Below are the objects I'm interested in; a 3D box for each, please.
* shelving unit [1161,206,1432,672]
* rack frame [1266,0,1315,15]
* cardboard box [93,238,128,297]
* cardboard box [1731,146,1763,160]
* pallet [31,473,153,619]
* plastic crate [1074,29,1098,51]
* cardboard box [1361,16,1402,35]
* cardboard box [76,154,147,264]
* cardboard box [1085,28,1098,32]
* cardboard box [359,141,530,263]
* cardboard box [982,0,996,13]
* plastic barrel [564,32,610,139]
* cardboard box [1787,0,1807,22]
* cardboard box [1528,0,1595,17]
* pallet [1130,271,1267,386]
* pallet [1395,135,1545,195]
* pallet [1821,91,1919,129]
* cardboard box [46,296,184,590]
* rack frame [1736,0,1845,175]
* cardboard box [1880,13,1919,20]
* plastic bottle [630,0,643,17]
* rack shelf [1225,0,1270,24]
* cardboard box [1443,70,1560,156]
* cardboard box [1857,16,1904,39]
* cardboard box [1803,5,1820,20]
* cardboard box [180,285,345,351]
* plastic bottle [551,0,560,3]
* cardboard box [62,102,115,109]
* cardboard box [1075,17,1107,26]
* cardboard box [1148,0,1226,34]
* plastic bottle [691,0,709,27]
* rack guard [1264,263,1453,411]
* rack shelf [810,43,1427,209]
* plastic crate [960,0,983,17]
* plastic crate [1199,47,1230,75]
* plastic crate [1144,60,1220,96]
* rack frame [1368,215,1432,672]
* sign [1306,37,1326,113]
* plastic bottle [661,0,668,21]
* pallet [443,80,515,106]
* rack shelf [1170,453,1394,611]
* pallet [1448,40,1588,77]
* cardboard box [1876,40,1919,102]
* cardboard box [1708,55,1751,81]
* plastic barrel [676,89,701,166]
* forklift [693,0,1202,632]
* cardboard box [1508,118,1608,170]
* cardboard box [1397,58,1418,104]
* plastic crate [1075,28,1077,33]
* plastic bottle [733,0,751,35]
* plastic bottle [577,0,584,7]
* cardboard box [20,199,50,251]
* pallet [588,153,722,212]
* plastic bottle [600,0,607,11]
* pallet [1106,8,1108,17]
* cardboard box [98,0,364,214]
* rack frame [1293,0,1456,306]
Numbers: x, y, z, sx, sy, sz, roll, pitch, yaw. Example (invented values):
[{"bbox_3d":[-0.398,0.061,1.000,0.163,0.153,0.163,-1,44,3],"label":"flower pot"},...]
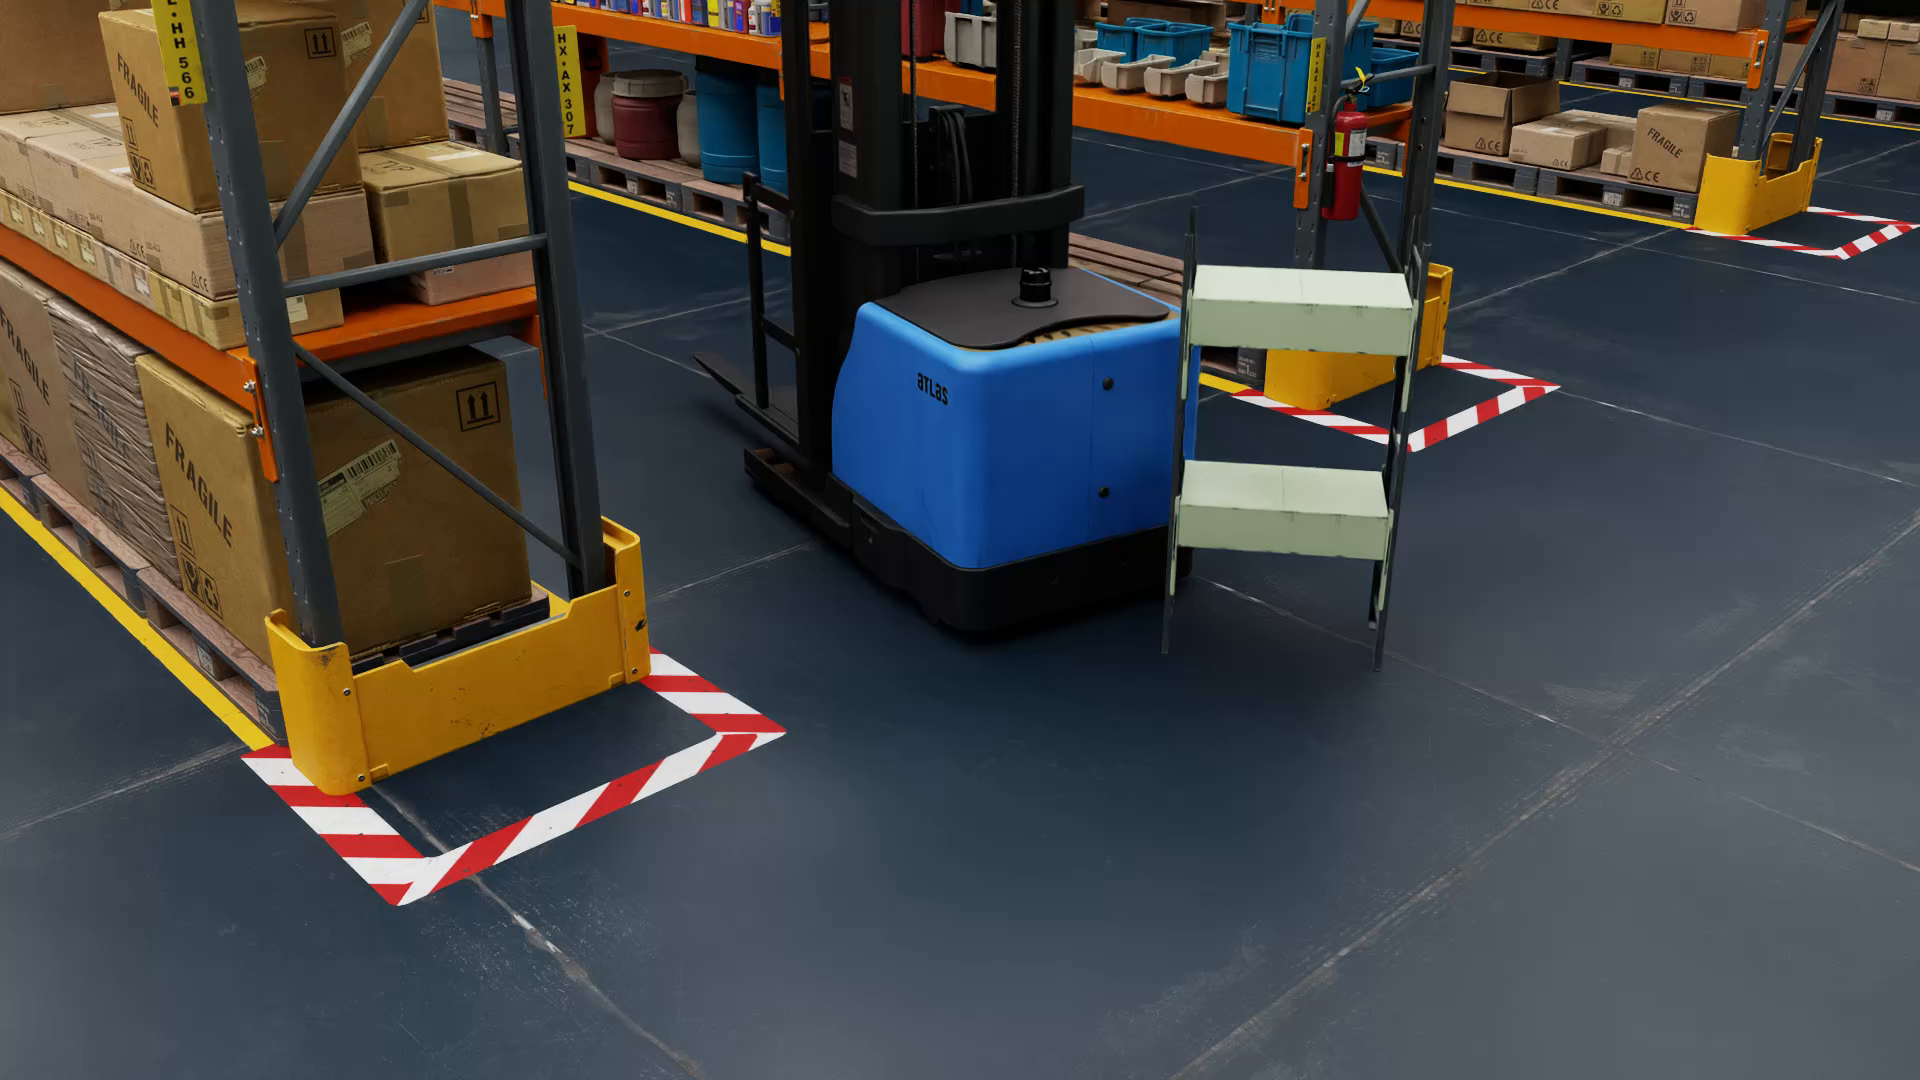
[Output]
[{"bbox_3d":[1.115,-0.333,5.673,0.755,1.500,0.431,4,25,9],"label":"shelving unit"},{"bbox_3d":[2.898,-4.822,13.706,1.000,3.000,0.127,-21,32,-38],"label":"rack frame"},{"bbox_3d":[-2.606,-0.932,5.482,0.380,0.149,0.250,-21,32,-38],"label":"cardboard box"},{"bbox_3d":[5.597,-2.738,12.042,0.380,0.149,0.250,-21,32,-38],"label":"cardboard box"},{"bbox_3d":[-3.035,-0.122,6.763,1.003,0.211,1.213,-21,32,-38],"label":"pallet"},{"bbox_3d":[0.690,-2.883,9.701,0.293,0.136,0.466,-21,32,-38],"label":"plastic crate"},{"bbox_3d":[4.779,-6.126,18.648,0.750,0.750,0.750,-21,32,-39],"label":"cardboard box"},{"bbox_3d":[-2.473,-1.093,5.355,0.500,0.250,0.500,-22,32,-39],"label":"cardboard box"},{"bbox_3d":[1.328,-4.411,15.286,0.500,0.500,0.500,22,33,40],"label":"cardboard box"},{"bbox_3d":[-1.733,-1.090,5.348,0.500,0.250,0.500,-22,33,-40],"label":"cardboard box"},{"bbox_3d":[0.021,-5.471,17.260,0.500,0.311,0.500,-20,31,-37],"label":"cardboard box"},{"bbox_3d":[-3.107,-3.690,13.334,0.600,0.830,0.708,-21,32,-38],"label":"plastic barrel"},{"bbox_3d":[5.521,-3.865,11.487,0.500,0.500,0.500,-20,32,-37],"label":"cardboard box"},{"bbox_3d":[4.433,-4.023,11.834,0.500,0.500,0.500,-21,32,-38],"label":"cardboard box"},{"bbox_3d":[1.479,-1.198,9.122,1.003,0.211,1.213,-21,32,-38],"label":"pallet"},{"bbox_3d":[4.205,-2.975,13.017,1.003,0.211,1.213,-21,32,-38],"label":"pallet"},{"bbox_3d":[8.642,-3.968,15.193,1.003,0.211,1.213,-21,32,-38],"label":"pallet"},{"bbox_3d":[-2.719,-0.472,6.225,0.875,0.875,0.875,-21,32,-38],"label":"cardboard box"},{"bbox_3d":[5.632,-3.610,11.049,1.000,3.000,0.127,-21,32,-38],"label":"rack frame"},{"bbox_3d":[8.579,-4.721,15.209,0.380,0.149,0.250,-21,32,-38],"label":"cardboard box"},{"bbox_3d":[-2.262,-3.824,11.659,0.061,0.283,0.133,-21,32,-38],"label":"plastic bottle"},{"bbox_3d":[1.531,-5.101,15.183,1.077,0.370,4.000,-21,32,-38],"label":"rack shelf"},{"bbox_3d":[4.186,-3.319,12.888,0.797,0.503,0.637,-21,32,-38],"label":"cardboard box"},{"bbox_3d":[8.298,-4.614,14.973,0.380,0.149,0.250,-20,31,-37],"label":"cardboard box"},{"bbox_3d":[8.058,-4.952,15.714,0.380,0.149,0.250,-21,32,-38],"label":"cardboard box"},{"bbox_3d":[-2.085,-0.701,4.976,0.380,0.149,0.250,-20,32,-38],"label":"cardboard box"},{"bbox_3d":[-3.020,-4.160,12.396,0.061,0.283,0.133,-21,32,-38],"label":"plastic bottle"},{"bbox_3d":[-3.511,-1.556,6.369,0.500,0.250,0.500,-20,31,-37],"label":"cardboard box"},{"bbox_3d":[1.328,-4.723,15.971,0.500,0.500,0.500,22,33,40],"label":"cardboard box"},{"bbox_3d":[2.062,-4.745,15.115,0.500,0.250,0.500,-21,32,-38],"label":"cardboard box"},{"bbox_3d":[-1.714,-3.637,11.168,0.144,0.351,0.185,-21,32,-38],"label":"plastic bottle"},{"bbox_3d":[2.040,-1.065,8.483,1.175,0.500,0.348,-21,32,-38],"label":"rack guard"},{"bbox_3d":[0.647,-2.485,9.449,1.077,0.370,4.000,-21,32,-38],"label":"rack shelf"},{"bbox_3d":[-0.152,-3.393,10.521,0.392,0.384,0.575,-21,32,-38],"label":"plastic crate"},{"bbox_3d":[1.463,-2.608,9.098,0.250,0.136,0.298,-21,32,-38],"label":"plastic crate"},{"bbox_3d":[1.137,-2.401,8.644,0.396,0.136,0.243,-21,32,-38],"label":"plastic crate"},{"bbox_3d":[1.476,-0.308,5.618,0.023,1.500,0.400,4,25,9],"label":"rack frame"},{"bbox_3d":[1.623,-2.119,7.585,0.100,0.325,0.005,-21,32,-38],"label":"sign"},{"bbox_3d":[-2.011,-3.687,11.457,0.097,0.201,0.097,0,25,0],"label":"plastic bottle"},{"bbox_3d":[-4.785,-3.976,15.212,1.003,0.211,1.213,-21,32,-38],"label":"pallet"},{"bbox_3d":[1.115,-0.037,5.809,0.720,0.370,0.431,4,25,9],"label":"rack shelf"},{"bbox_3d":[5.929,-5.172,17.833,1.003,0.211,1.213,-21,32,-38],"label":"pallet"},{"bbox_3d":[8.694,-4.254,14.967,0.700,0.500,0.500,-21,32,-38],"label":"cardboard box"},{"bbox_3d":[7.638,-4.717,15.982,0.700,0.500,0.500,-20,31,-37],"label":"cardboard box"},{"bbox_3d":[-1.884,-3.058,12.330,0.421,0.512,0.421,0,25,0],"label":"plastic barrel"},{"bbox_3d":[-0.284,-1.581,6.684,1.130,2.935,3.031,-13,28,-27],"label":"forklift"},{"bbox_3d":[4.453,-2.950,12.386,0.500,0.250,0.500,-21,32,-38],"label":"cardboard box"},{"bbox_3d":[3.495,-3.793,13.931,0.500,0.500,0.500,-21,32,-38],"label":"cardboard box"},{"bbox_3d":[0.423,-2.707,9.198,0.416,0.233,0.300,-21,32,-38],"label":"plastic crate"},{"bbox_3d":[-1.417,-3.450,10.838,0.061,0.283,0.133,-21,32,-38],"label":"plastic bottle"},{"bbox_3d":[-2.770,-4.055,12.180,0.097,0.271,0.097,0,25,0],"label":"plastic bottle"},{"bbox_3d":[-3.130,-1.164,5.991,0.380,0.149,0.250,-20,32,-37],"label":"cardboard box"},{"bbox_3d":[-2.055,-2.765,12.556,1.003,0.211,1.213,-21,32,-38],"label":"pallet"},{"bbox_3d":[-2.546,-3.956,11.962,0.097,0.271,0.097,0,25,0],"label":"plastic bottle"},{"bbox_3d":[1.577,-7.148,22.164,1.003,0.211,1.213,-21,32,-38],"label":"pallet"},{"bbox_3d":[-2.126,-1.282,4.866,0.500,0.500,0.500,-21,32,-38],"label":"cardboard box"},{"bbox_3d":[2.014,-2.206,7.972,1.000,3.000,0.127,-21,32,-38],"label":"rack frame"}]
